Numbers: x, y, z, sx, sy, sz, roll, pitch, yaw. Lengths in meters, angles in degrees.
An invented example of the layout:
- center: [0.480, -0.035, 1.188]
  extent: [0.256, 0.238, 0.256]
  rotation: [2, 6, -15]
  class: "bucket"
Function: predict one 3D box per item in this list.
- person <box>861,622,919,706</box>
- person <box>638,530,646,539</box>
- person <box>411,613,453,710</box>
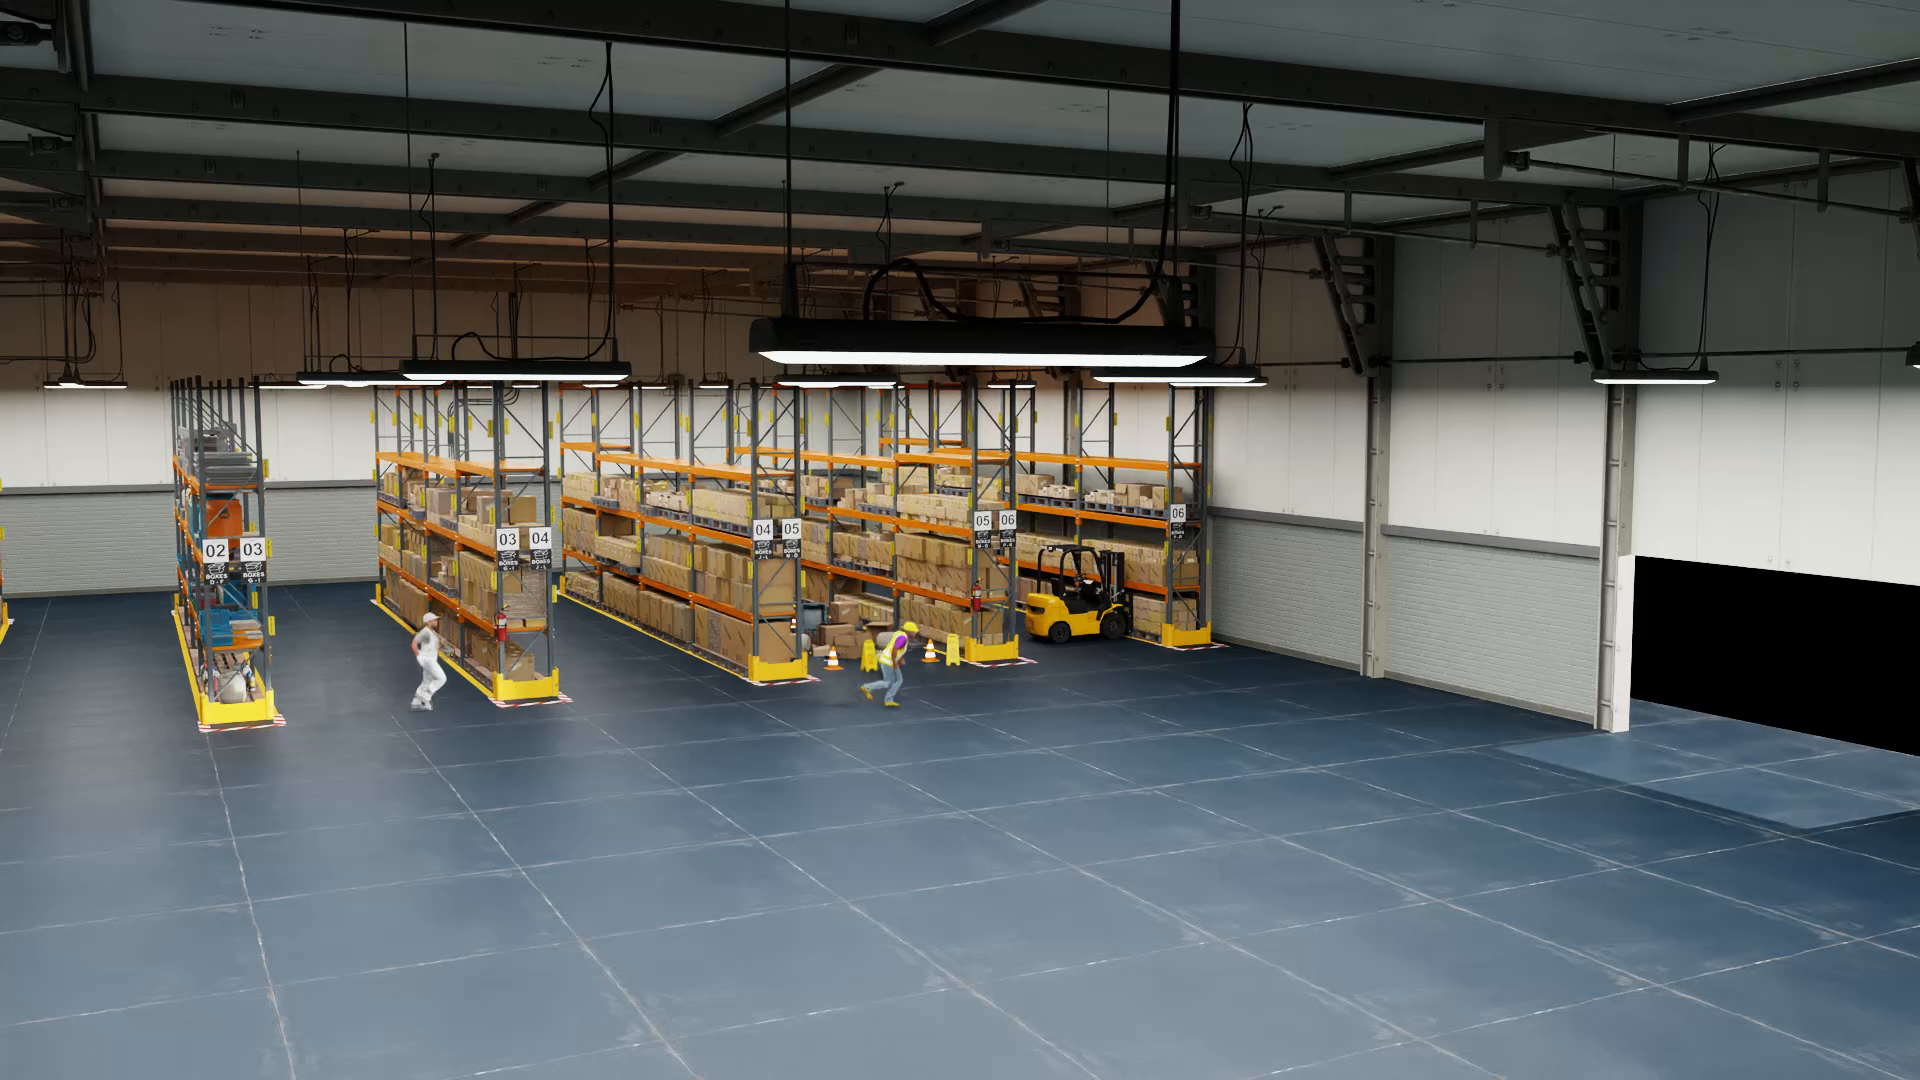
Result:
- center: [-1.273, 2.267, 30.272]
  extent: [1.064, 1.557, 0.710]
  rotation: [0, 5, -2]
  class: "person"
- center: [-9.262, 0.559, 48.263]
  extent: [0.740, 1.747, 0.763]
  rotation: [-5, 7, -44]
  class: "person"
- center: [-9.493, 2.178, 29.847]
  extent: [0.747, 1.744, 0.656]
  rotation: [-1, 5, -6]
  class: "person"
